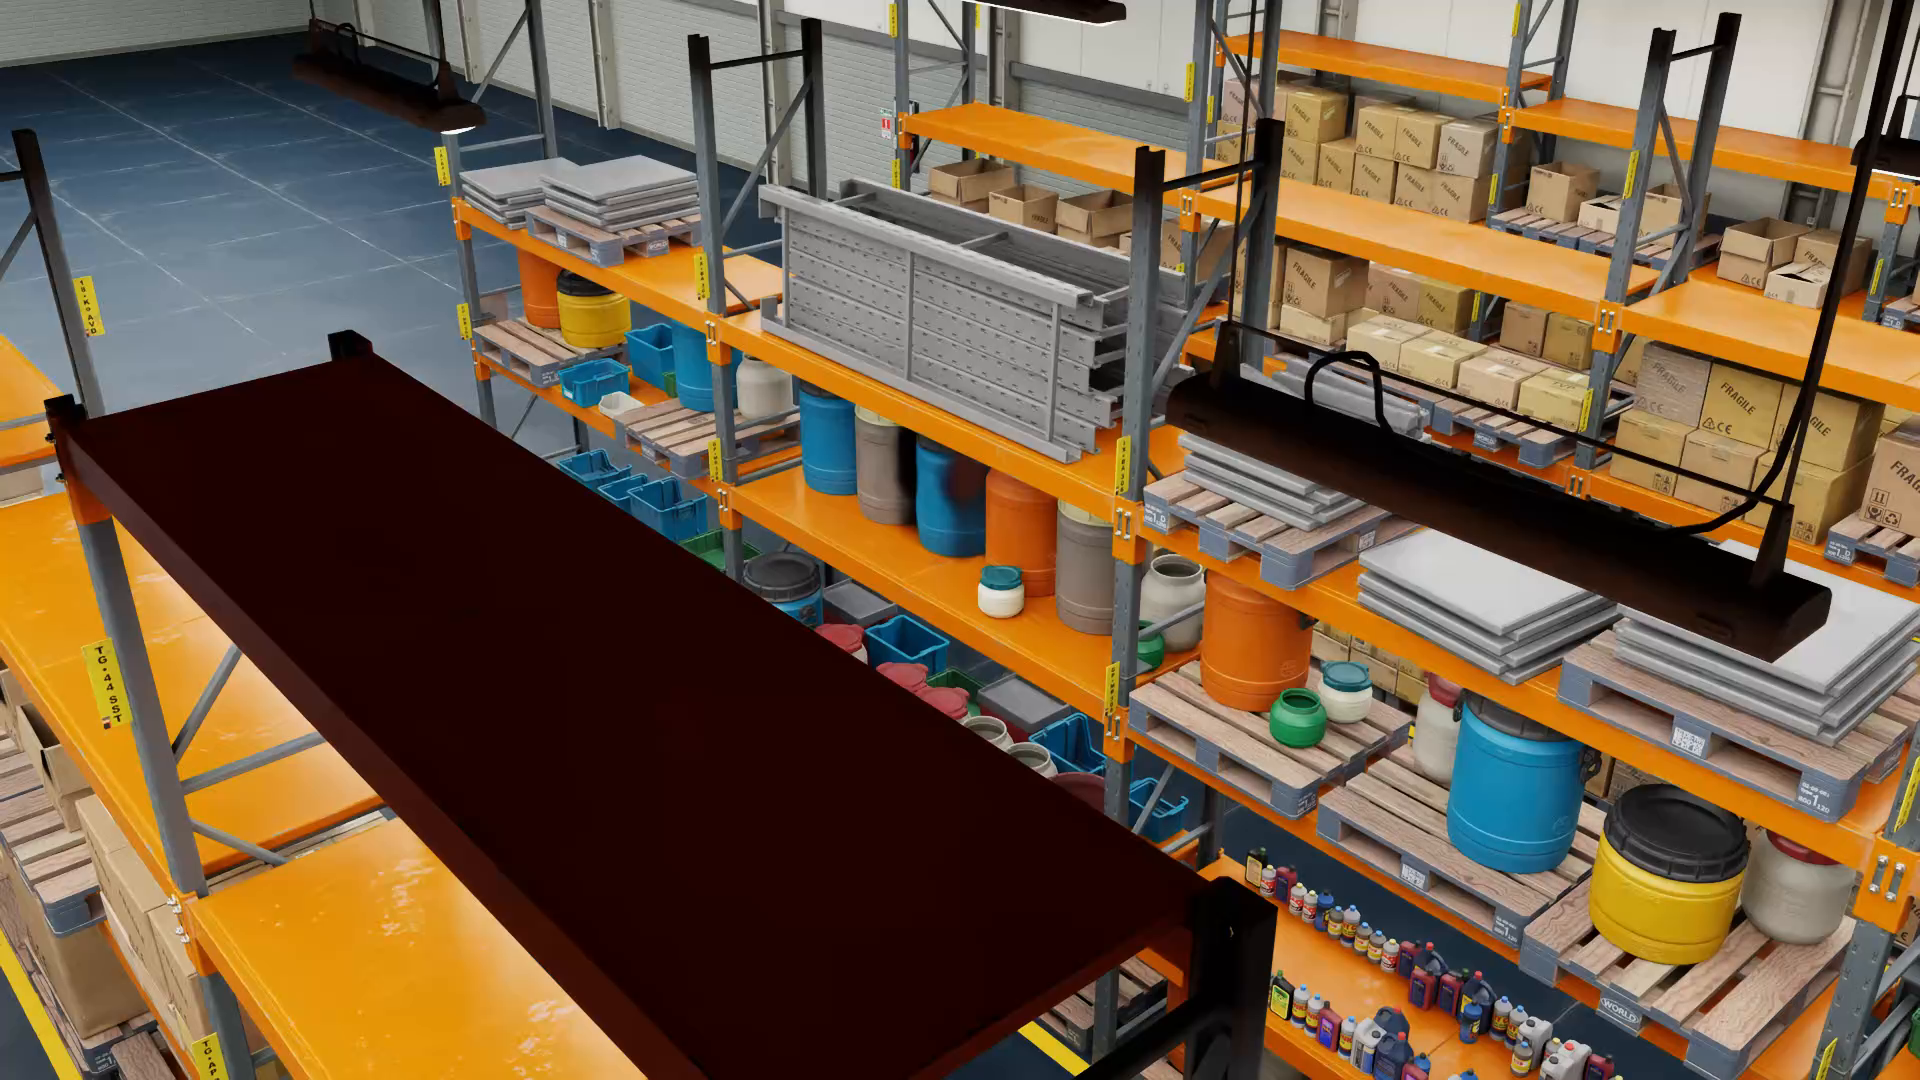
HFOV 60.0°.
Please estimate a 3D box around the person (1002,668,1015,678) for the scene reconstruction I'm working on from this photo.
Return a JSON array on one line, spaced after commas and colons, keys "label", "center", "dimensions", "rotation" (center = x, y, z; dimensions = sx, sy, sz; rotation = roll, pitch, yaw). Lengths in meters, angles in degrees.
[{"label": "person", "center": [0.565, 0.774, 14.093], "dimensions": [0.586, 1.806, 0.562], "rotation": [4, 27, 7]}]
